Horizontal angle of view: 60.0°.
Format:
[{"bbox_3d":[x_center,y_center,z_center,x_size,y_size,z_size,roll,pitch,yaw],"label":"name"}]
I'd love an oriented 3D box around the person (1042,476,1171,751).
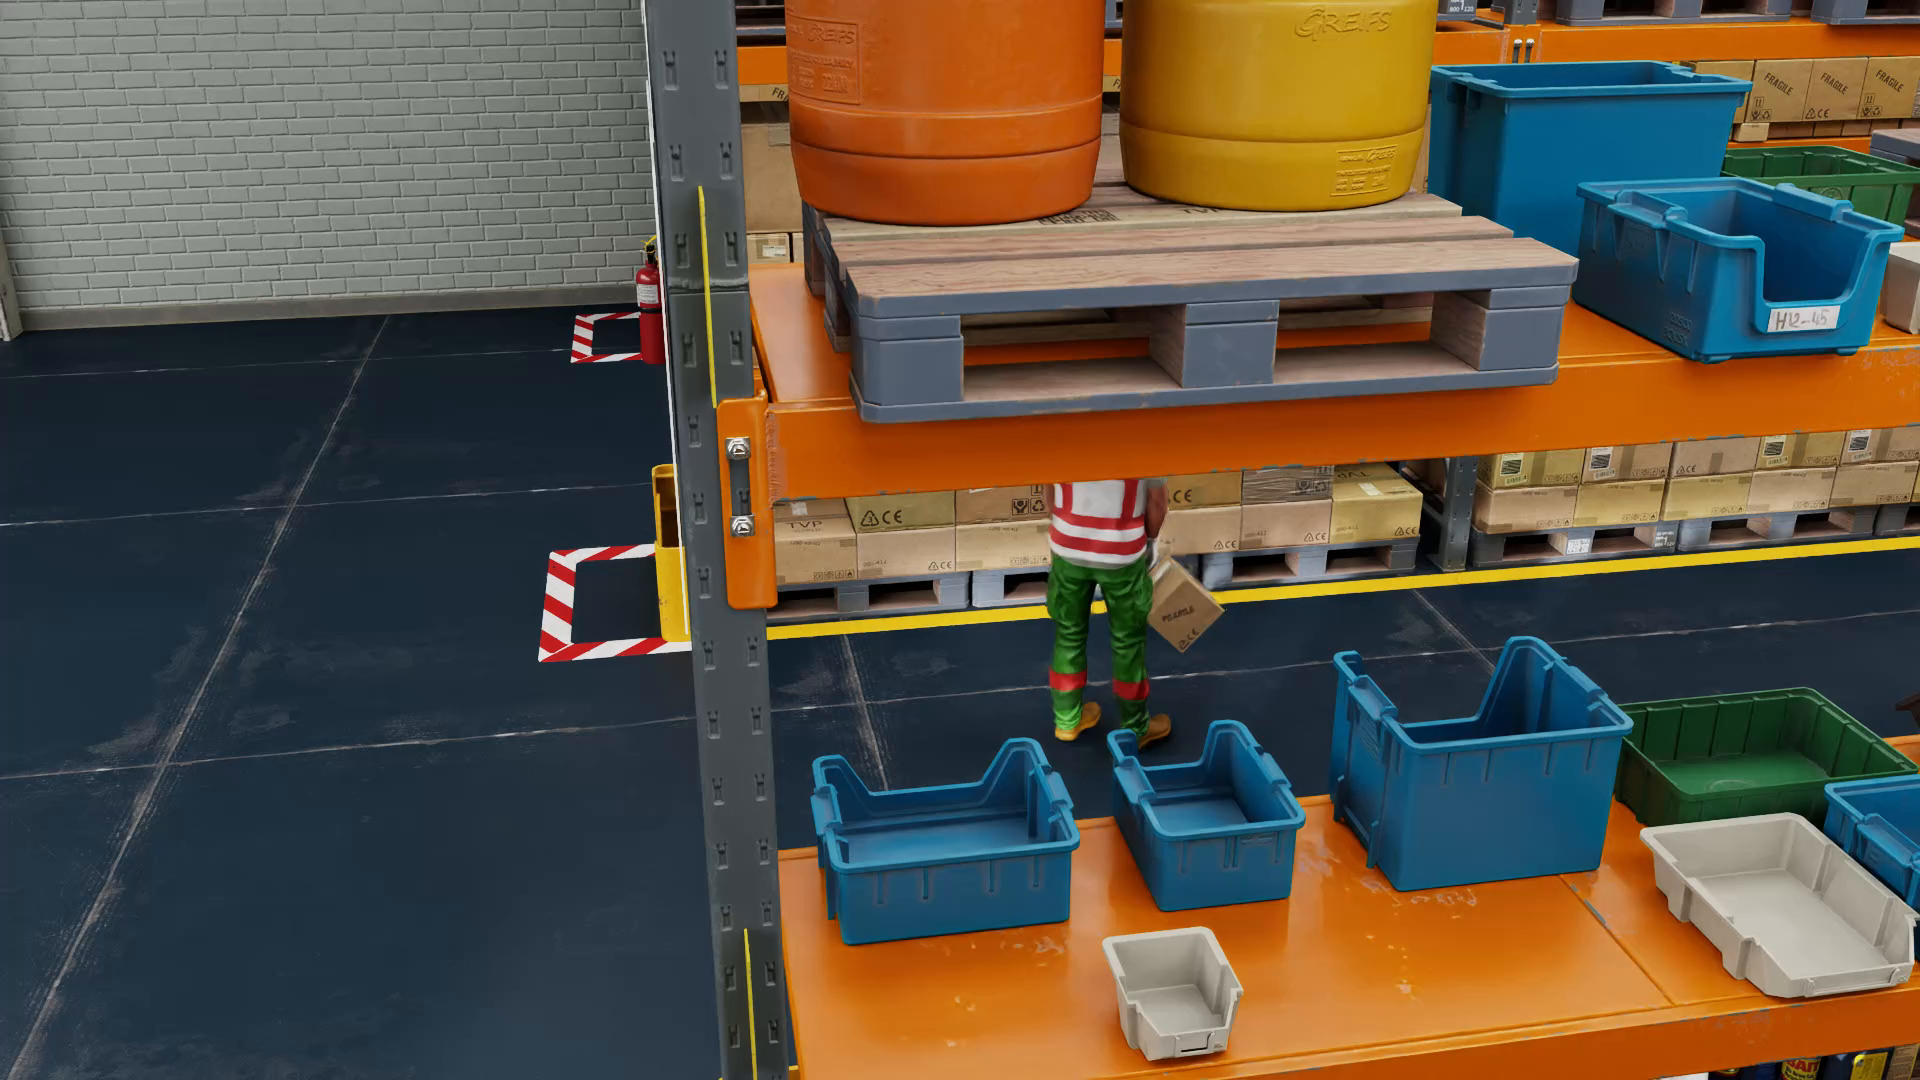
[{"bbox_3d":[0.618,0.036,6.926,0.586,1.799,0.446,4,23,10],"label":"person"}]
